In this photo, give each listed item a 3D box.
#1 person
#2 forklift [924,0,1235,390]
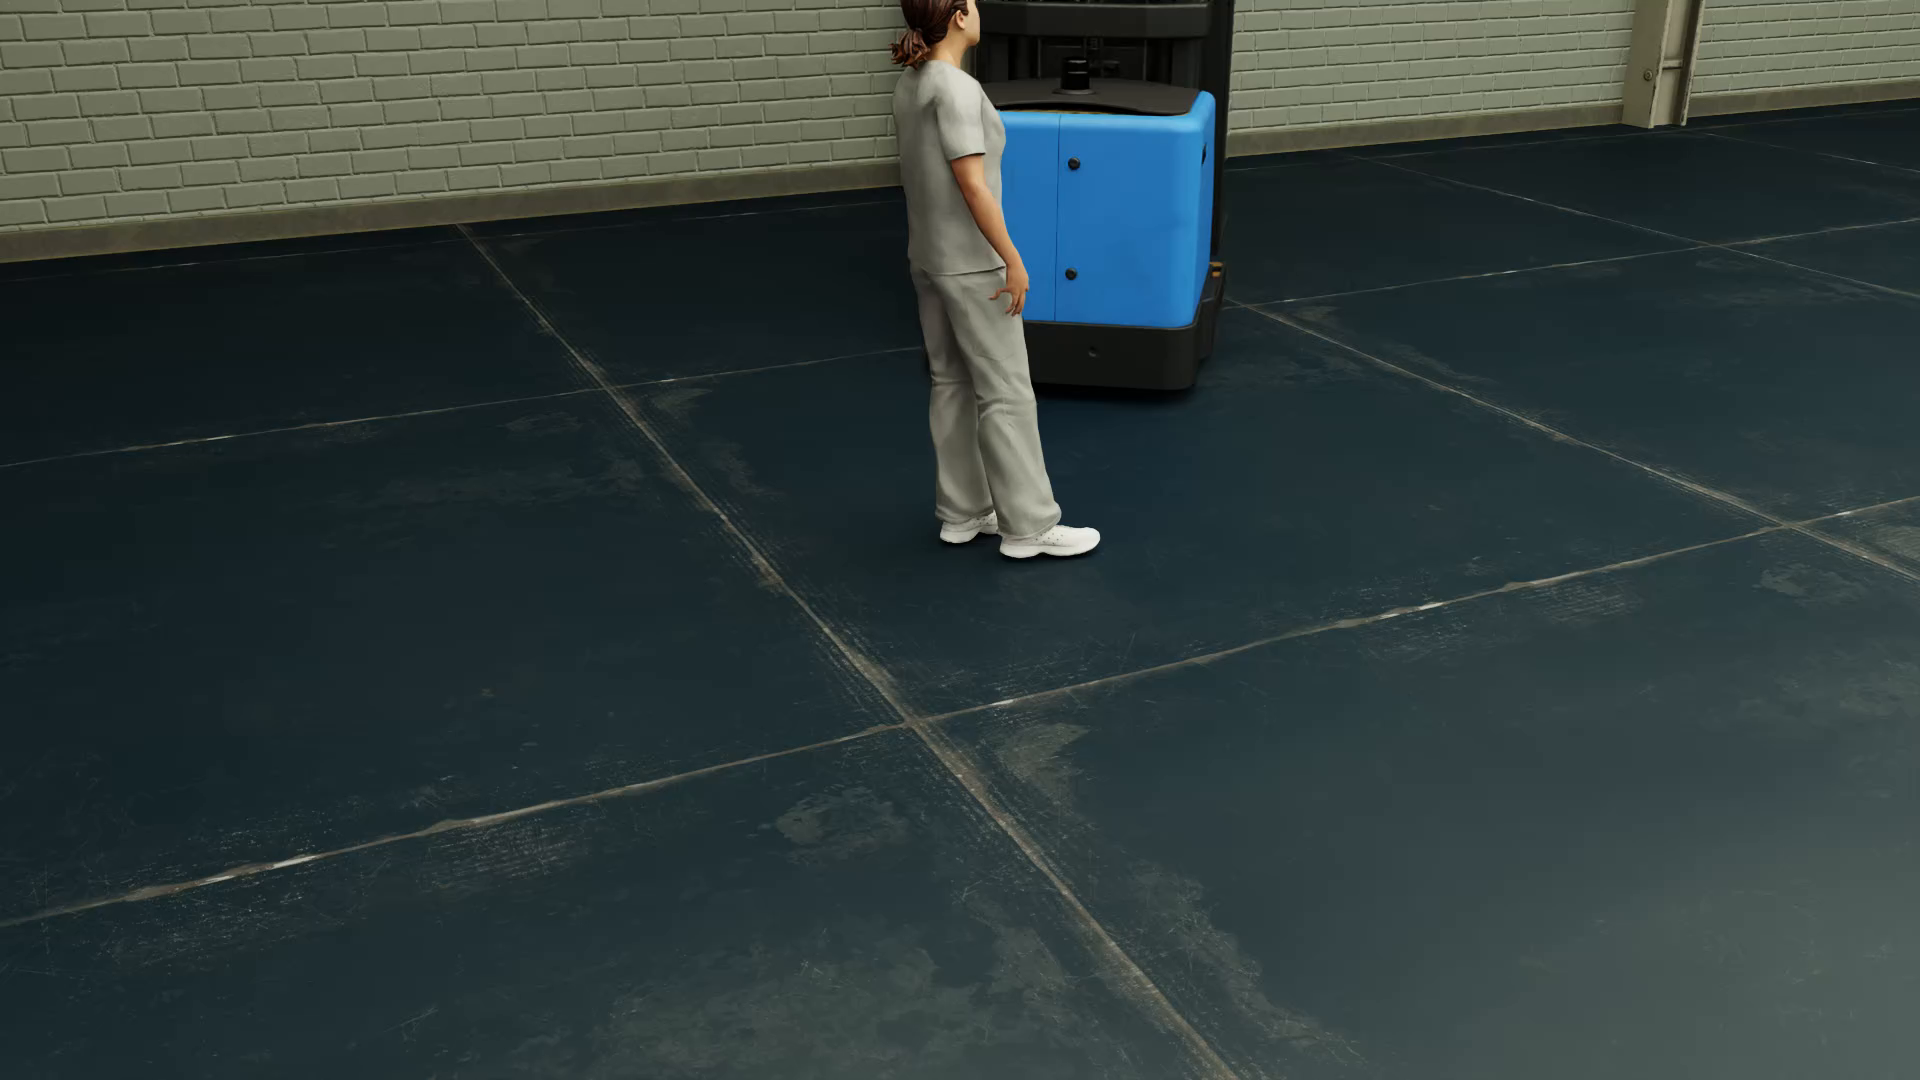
[{"bbox_3d":[0.072,-0.788,4.800,0.549,1.675,0.550,-10,25,-23],"label":"person"},{"bbox_3d":[0.659,-2.453,7.192,1.130,2.935,3.031,4,23,11],"label":"forklift"}]
